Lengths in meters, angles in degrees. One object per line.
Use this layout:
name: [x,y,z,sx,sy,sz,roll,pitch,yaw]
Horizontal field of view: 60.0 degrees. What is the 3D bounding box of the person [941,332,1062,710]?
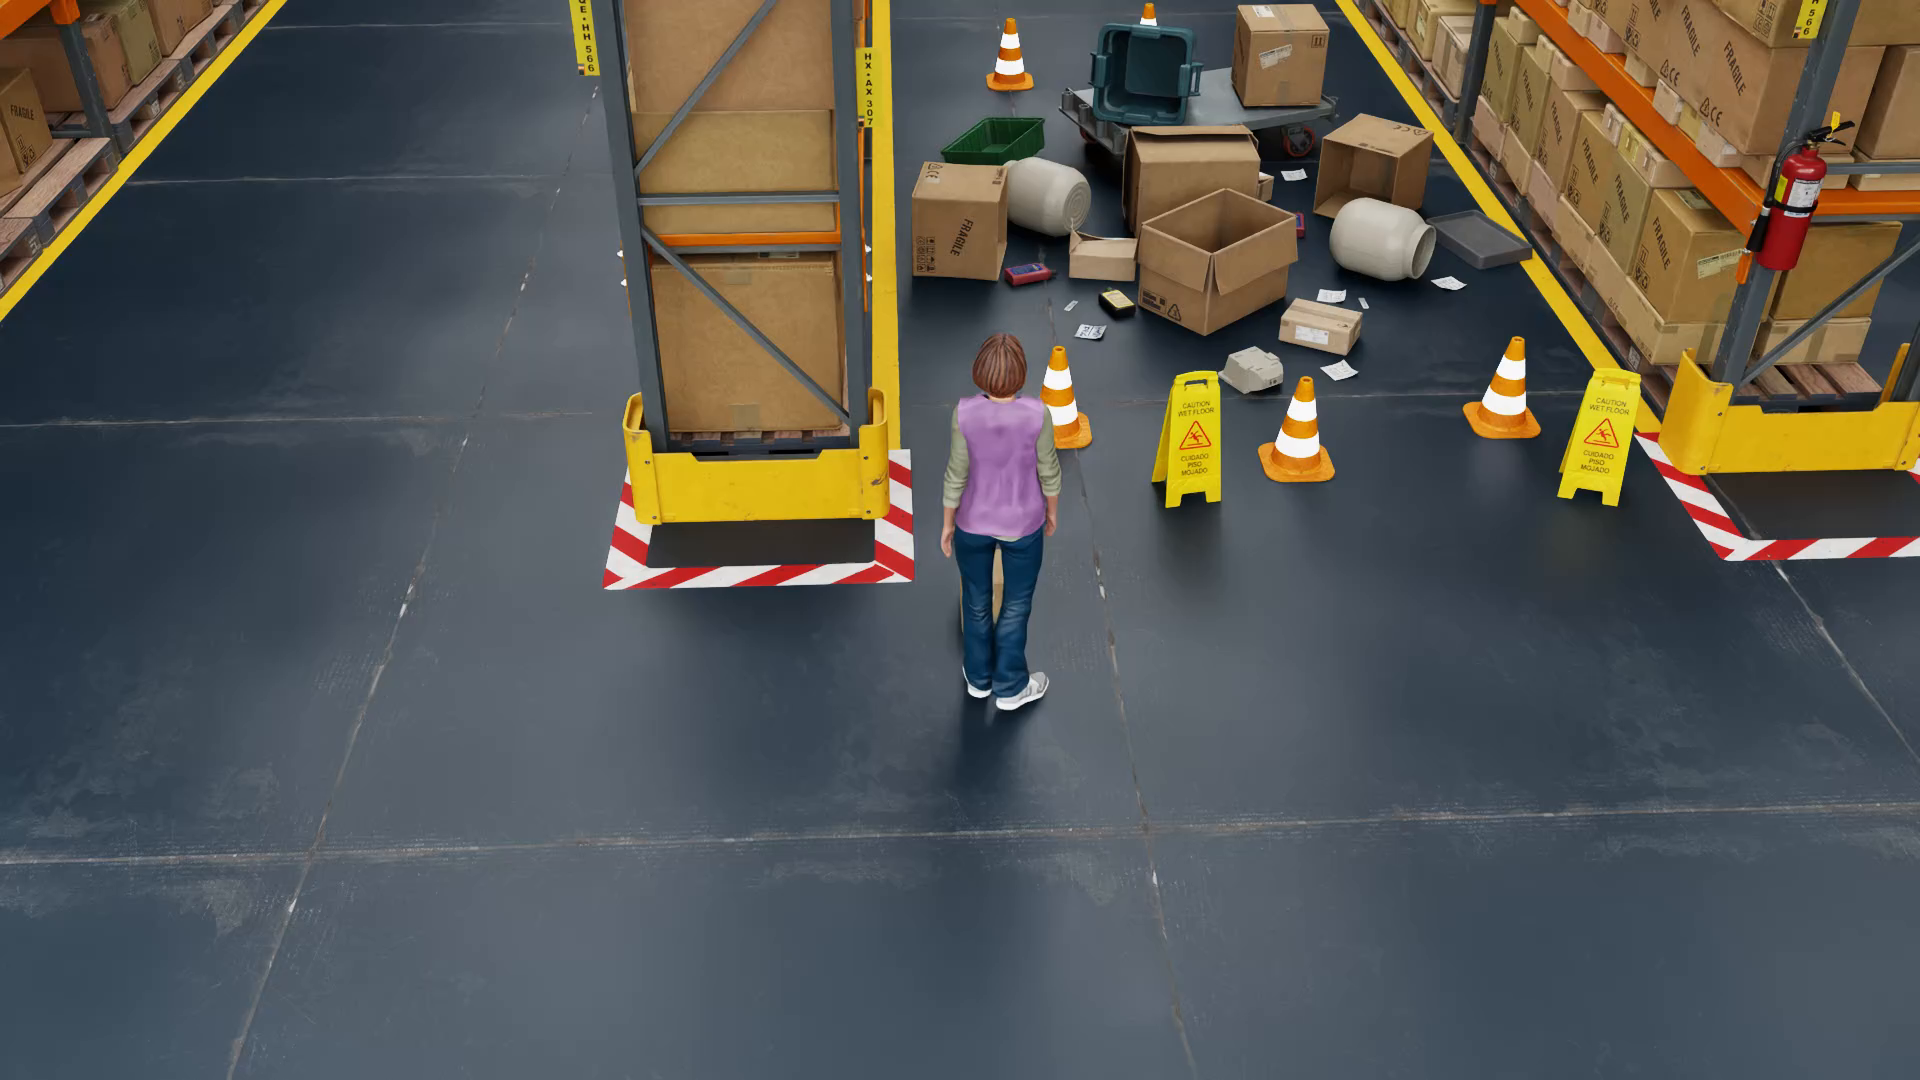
person: [0.151,-0.058,6.204,0.439,1.599,0.348,3,36,4]
